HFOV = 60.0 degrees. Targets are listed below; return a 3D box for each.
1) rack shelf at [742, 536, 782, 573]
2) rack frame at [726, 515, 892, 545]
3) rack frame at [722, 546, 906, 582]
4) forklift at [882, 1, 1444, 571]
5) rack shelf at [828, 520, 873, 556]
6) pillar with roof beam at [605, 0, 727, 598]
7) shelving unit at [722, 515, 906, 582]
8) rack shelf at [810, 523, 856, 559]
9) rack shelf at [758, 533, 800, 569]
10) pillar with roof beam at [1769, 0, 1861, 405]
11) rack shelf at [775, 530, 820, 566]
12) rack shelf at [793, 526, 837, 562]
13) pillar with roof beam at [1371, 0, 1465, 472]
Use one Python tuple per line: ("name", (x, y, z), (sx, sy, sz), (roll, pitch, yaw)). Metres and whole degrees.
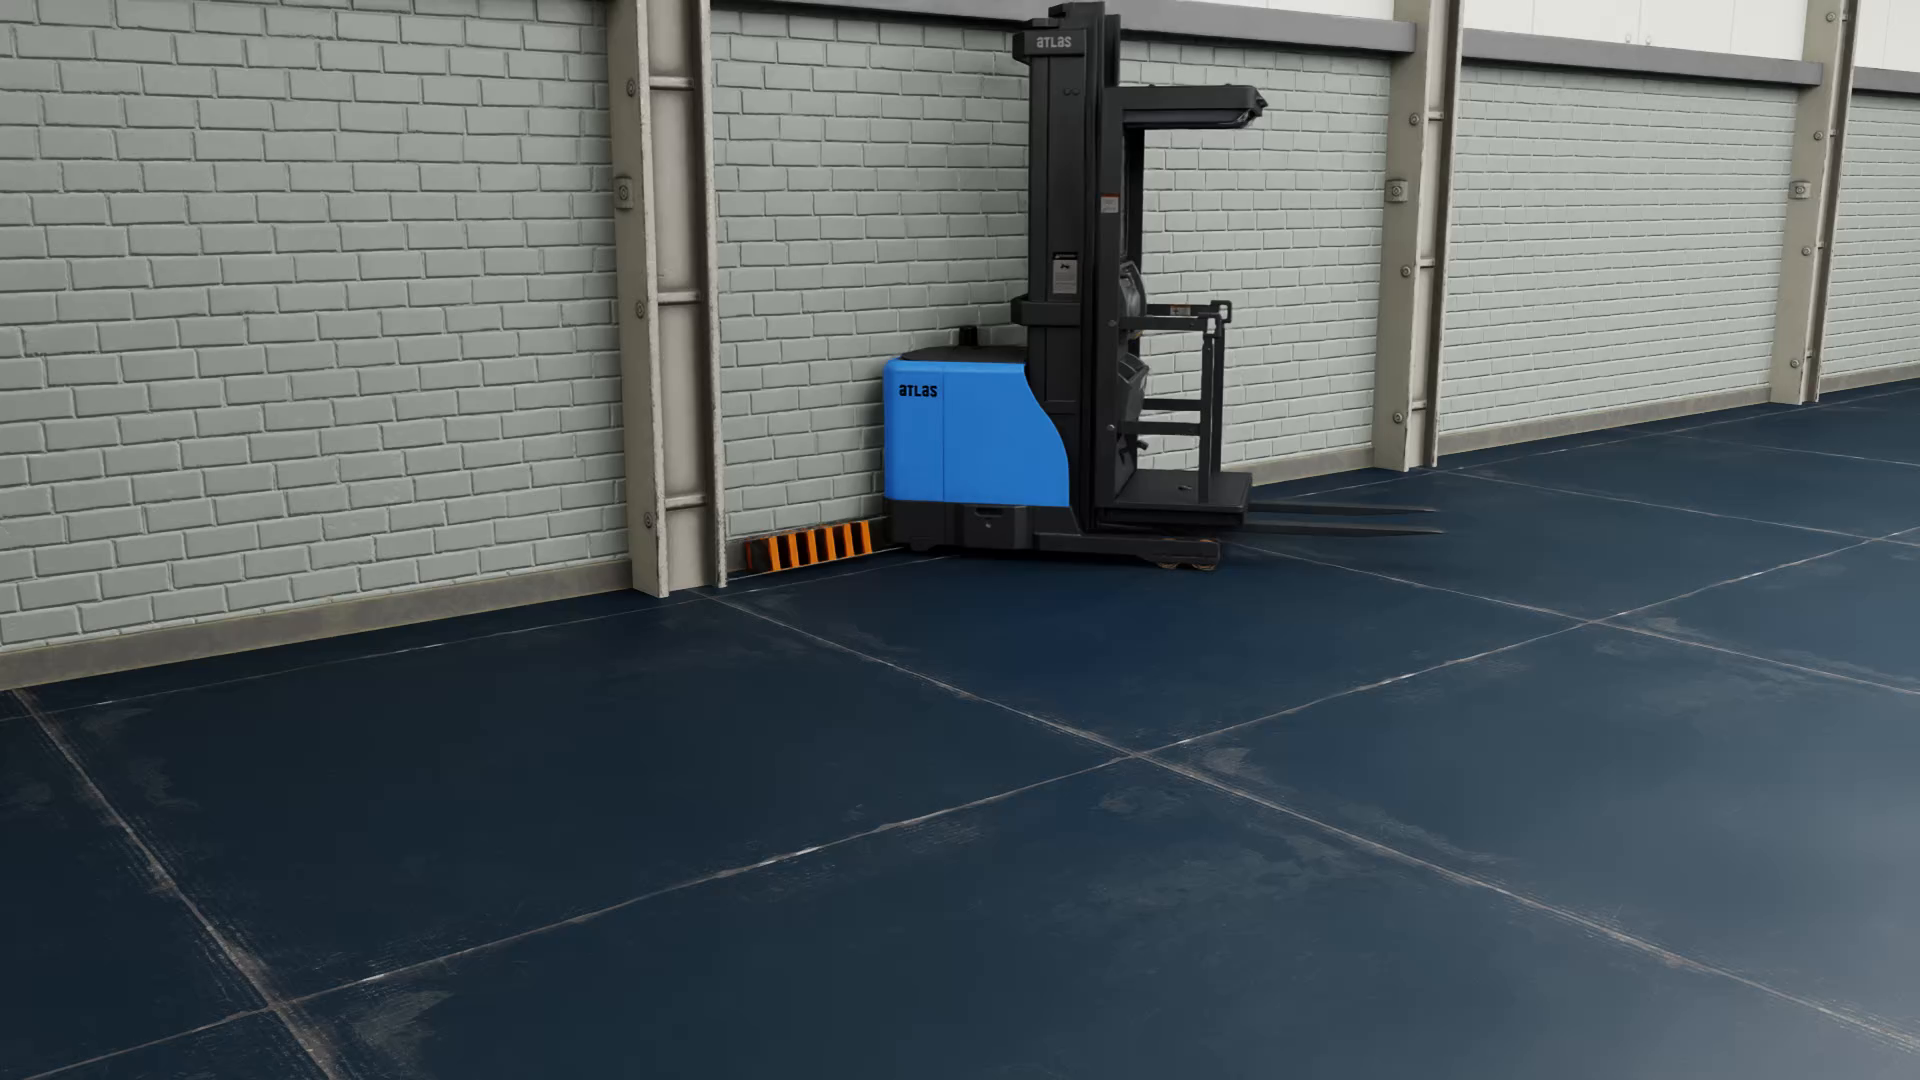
("rack shelf", (-1.060, 0.077, 8.767), (0.103, 0.180, 0.258), (-11, 6, -39))
("rack frame", (-0.854, -0.054, 8.939), (1.200, 0.006, 0.240), (-11, 6, -39))
("rack frame", (-0.831, 0.127, 8.953), (1.200, 0.006, 0.240), (-11, 6, -39))
("forklift", (1.138, -1.391, 9.124), (3.031, 2.935, 1.130), (3, 12, 12))
("rack shelf", (-0.602, -0.010, 9.144), (0.103, 0.180, 0.258), (-11, 6, -39))
("pillar with roof beam", (1.251, -3.466, 4.289), (0.400, 9.000, 9.100), (-9, 15, -38))
("shelving unit", (-0.843, 0.036, 8.946), (1.200, 0.189, 0.258), (-11, 6, -39))
("rack shelf", (-0.693, 0.008, 9.069), (0.103, 0.180, 0.258), (-11, 6, -39))
("rack shelf", (-0.968, 0.060, 8.842), (0.103, 0.180, 0.258), (-11, 6, -39))
("pillar with roof beam", (10.621, -5.024, 11.622), (0.400, 9.000, 9.100), (-9, 15, -38))
("rack shelf", (-0.877, 0.042, 8.918), (0.103, 0.180, 0.258), (-11, 6, -39))
("rack shelf", (-0.785, 0.025, 8.993), (0.103, 0.180, 0.258), (-11, 6, -39))
("pillar with roof beam", (5.936, -4.245, 7.955), (0.400, 9.000, 9.100), (-9, 15, -38))
